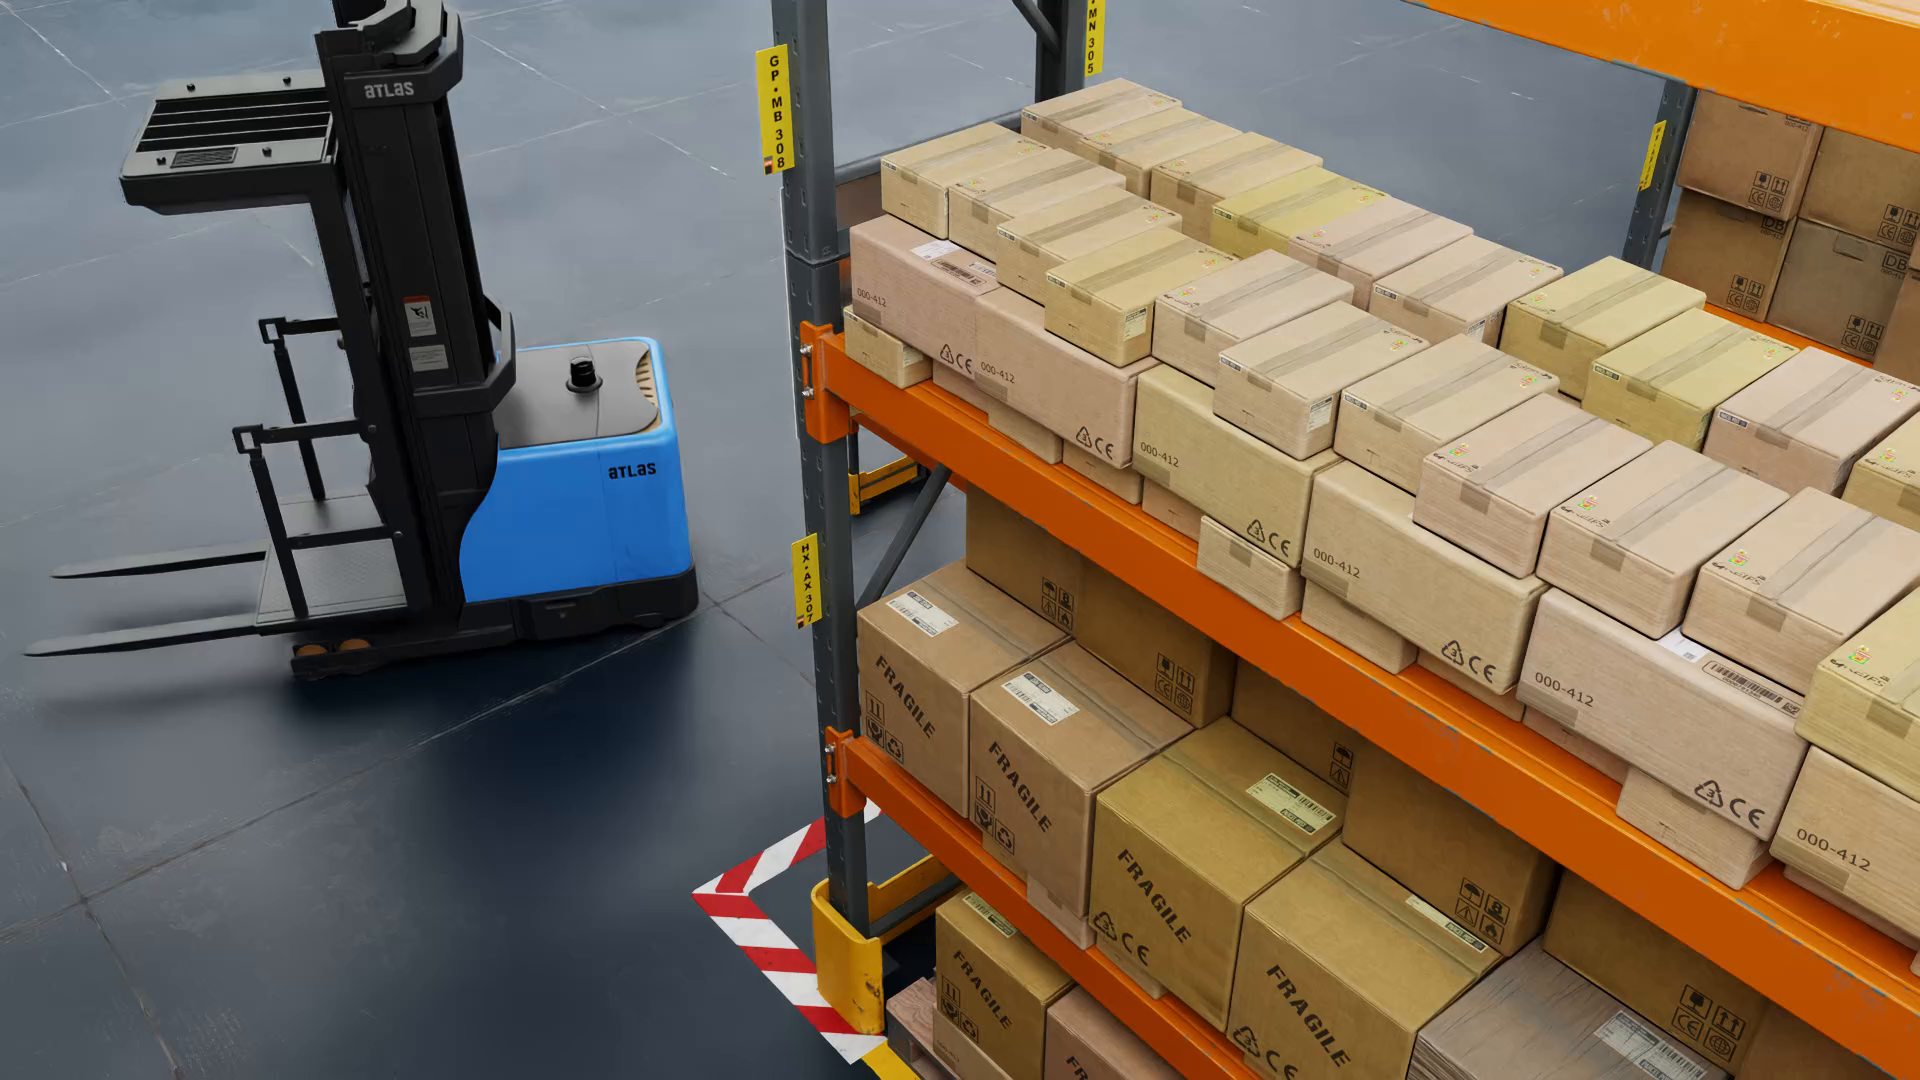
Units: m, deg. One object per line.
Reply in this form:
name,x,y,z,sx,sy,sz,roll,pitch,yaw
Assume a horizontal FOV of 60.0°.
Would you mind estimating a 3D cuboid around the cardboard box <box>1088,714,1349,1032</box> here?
cardboard box,0.705,0.881,4.468,0.500,0.500,0.500,-27,43,-33

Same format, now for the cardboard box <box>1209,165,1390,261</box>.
cardboard box,0.829,-0.764,4.066,0.380,0.149,0.250,-26,43,-32

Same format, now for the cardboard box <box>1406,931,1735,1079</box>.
cardboard box,1.374,1.327,3.838,0.500,0.500,0.500,-25,42,-31

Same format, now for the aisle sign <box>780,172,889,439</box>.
aisle sign,-0.332,-0.694,4.786,0.394,0.787,0.004,-26,43,-32

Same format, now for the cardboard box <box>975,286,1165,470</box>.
cardboard box,0.384,-0.458,3.980,0.500,0.250,0.500,-27,43,-32

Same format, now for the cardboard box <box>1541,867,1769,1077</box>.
cardboard box,1.792,0.734,3.811,0.700,0.500,0.500,-27,43,-33

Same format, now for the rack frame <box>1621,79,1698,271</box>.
rack frame,3.661,-1.612,8.332,1.000,3.000,0.127,-26,43,-32

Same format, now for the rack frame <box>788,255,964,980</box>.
rack frame,-0.055,0.279,5.662,1.000,3.000,0.127,-26,43,-32

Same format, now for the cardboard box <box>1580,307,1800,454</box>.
cardboard box,1.506,-0.319,3.438,0.380,0.149,0.250,-25,42,-31

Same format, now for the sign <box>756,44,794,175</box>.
sign,-0.469,-1.100,4.257,0.100,0.325,0.005,-26,43,-32

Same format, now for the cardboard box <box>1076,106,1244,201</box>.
cardboard box,0.526,-1.001,4.401,0.380,0.149,0.250,-25,42,-31

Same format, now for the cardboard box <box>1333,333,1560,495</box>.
cardboard box,0.977,-0.252,3.343,0.380,0.149,0.250,-25,42,-31

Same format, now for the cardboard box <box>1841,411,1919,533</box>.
cardboard box,1.871,-0.104,3.134,0.380,0.149,0.250,-28,44,-33

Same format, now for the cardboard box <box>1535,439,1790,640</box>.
cardboard box,1.266,-0.009,3.000,0.380,0.149,0.250,-25,43,-31

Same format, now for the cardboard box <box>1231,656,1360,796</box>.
cardboard box,1.170,0.266,4.472,0.700,0.500,0.500,-27,43,-32

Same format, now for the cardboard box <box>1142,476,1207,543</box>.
cardboard box,0.647,-0.147,3.886,0.380,0.149,0.250,-27,44,-33

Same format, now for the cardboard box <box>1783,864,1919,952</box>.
cardboard box,1.683,0.520,2.944,0.380,0.149,0.250,-28,44,-33

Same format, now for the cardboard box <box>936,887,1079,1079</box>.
cardboard box,0.270,1.393,5.456,0.500,0.500,0.500,-28,44,-33

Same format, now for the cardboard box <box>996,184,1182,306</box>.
cardboard box,0.308,-0.697,3.972,0.380,0.149,0.250,-26,43,-32

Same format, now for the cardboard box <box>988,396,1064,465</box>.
cardboard box,0.294,-0.363,4.190,0.380,0.149,0.250,-25,42,-31

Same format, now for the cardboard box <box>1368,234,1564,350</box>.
cardboard box,1.130,-0.528,3.733,0.380,0.149,0.250,-27,44,-33

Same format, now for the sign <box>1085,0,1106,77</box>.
sign,0.382,-1.505,4.819,0.100,0.325,0.005,-26,43,-32

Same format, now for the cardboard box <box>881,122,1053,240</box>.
cardboard box,0.019,-0.935,4.309,0.380,0.149,0.250,-26,43,-32

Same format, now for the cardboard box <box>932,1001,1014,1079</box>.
cardboard box,0.254,1.689,5.687,0.500,0.250,0.500,-26,43,-32

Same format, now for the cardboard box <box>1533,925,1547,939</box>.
cardboard box,1.458,0.929,4.400,0.500,0.500,0.500,-25,43,-31

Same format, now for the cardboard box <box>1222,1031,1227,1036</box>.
cardboard box,0.827,1.187,4.597,0.380,0.149,0.250,-24,42,-30

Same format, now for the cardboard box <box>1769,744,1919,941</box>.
cardboard box,1.709,0.443,2.707,0.500,0.250,0.500,-27,43,-32

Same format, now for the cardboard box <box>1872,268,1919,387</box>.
cardboard box,4.572,-0.998,7.335,0.875,0.550,0.550,-26,43,-32

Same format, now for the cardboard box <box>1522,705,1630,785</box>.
cardboard box,1.334,0.292,3.266,0.380,0.149,0.250,-25,42,-31

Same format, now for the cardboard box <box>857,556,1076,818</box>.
cardboard box,0.039,0.429,5.106,0.500,0.500,0.500,-27,43,-32

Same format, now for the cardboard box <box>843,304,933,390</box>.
cardboard box,-0.089,-0.575,4.490,0.380,0.149,0.250,-26,43,-32

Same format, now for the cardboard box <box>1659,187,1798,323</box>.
cardboard box,3.935,-1.526,8.081,0.875,0.550,0.550,-26,43,-32

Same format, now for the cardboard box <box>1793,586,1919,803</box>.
cardboard box,1.561,0.239,2.650,0.380,0.149,0.250,-25,42,-31

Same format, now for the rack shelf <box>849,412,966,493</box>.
rack shelf,-0.055,-0.503,8.375,0.538,0.185,1.000,-26,43,-32

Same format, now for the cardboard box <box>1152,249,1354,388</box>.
cardboard box,0.646,-0.484,3.672,0.380,0.149,0.250,-26,43,-32

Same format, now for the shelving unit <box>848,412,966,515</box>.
shelving unit,-0.049,-0.646,8.265,0.587,1.500,1.083,-26,43,-32

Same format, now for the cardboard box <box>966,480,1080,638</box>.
cardboard box,0.442,-0.147,5.055,0.700,0.500,0.500,-27,43,-33

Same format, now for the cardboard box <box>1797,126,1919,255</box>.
cardboard box,4.297,-1.727,7.431,0.875,0.550,0.550,-26,43,-32

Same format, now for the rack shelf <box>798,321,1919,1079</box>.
rack shelf,1.236,0.231,3.757,1.077,0.370,4.000,-26,43,-32

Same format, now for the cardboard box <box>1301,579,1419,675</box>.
cardboard box,0.949,0.095,3.544,0.380,0.149,0.250,-27,44,-33

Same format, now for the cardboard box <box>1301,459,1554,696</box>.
cardboard box,1.052,-0.006,3.341,0.500,0.250,0.500,-25,42,-31

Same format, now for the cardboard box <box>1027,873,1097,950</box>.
cardboard box,0.418,0.991,4.874,0.380,0.149,0.250,-25,42,-31

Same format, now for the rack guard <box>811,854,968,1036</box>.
rack guard,-0.006,1.332,6.337,1.175,0.500,0.348,-26,43,-32

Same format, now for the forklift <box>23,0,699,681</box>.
forklift,-2.844,-0.879,7.357,3.031,2.935,1.130,-8,36,-11
